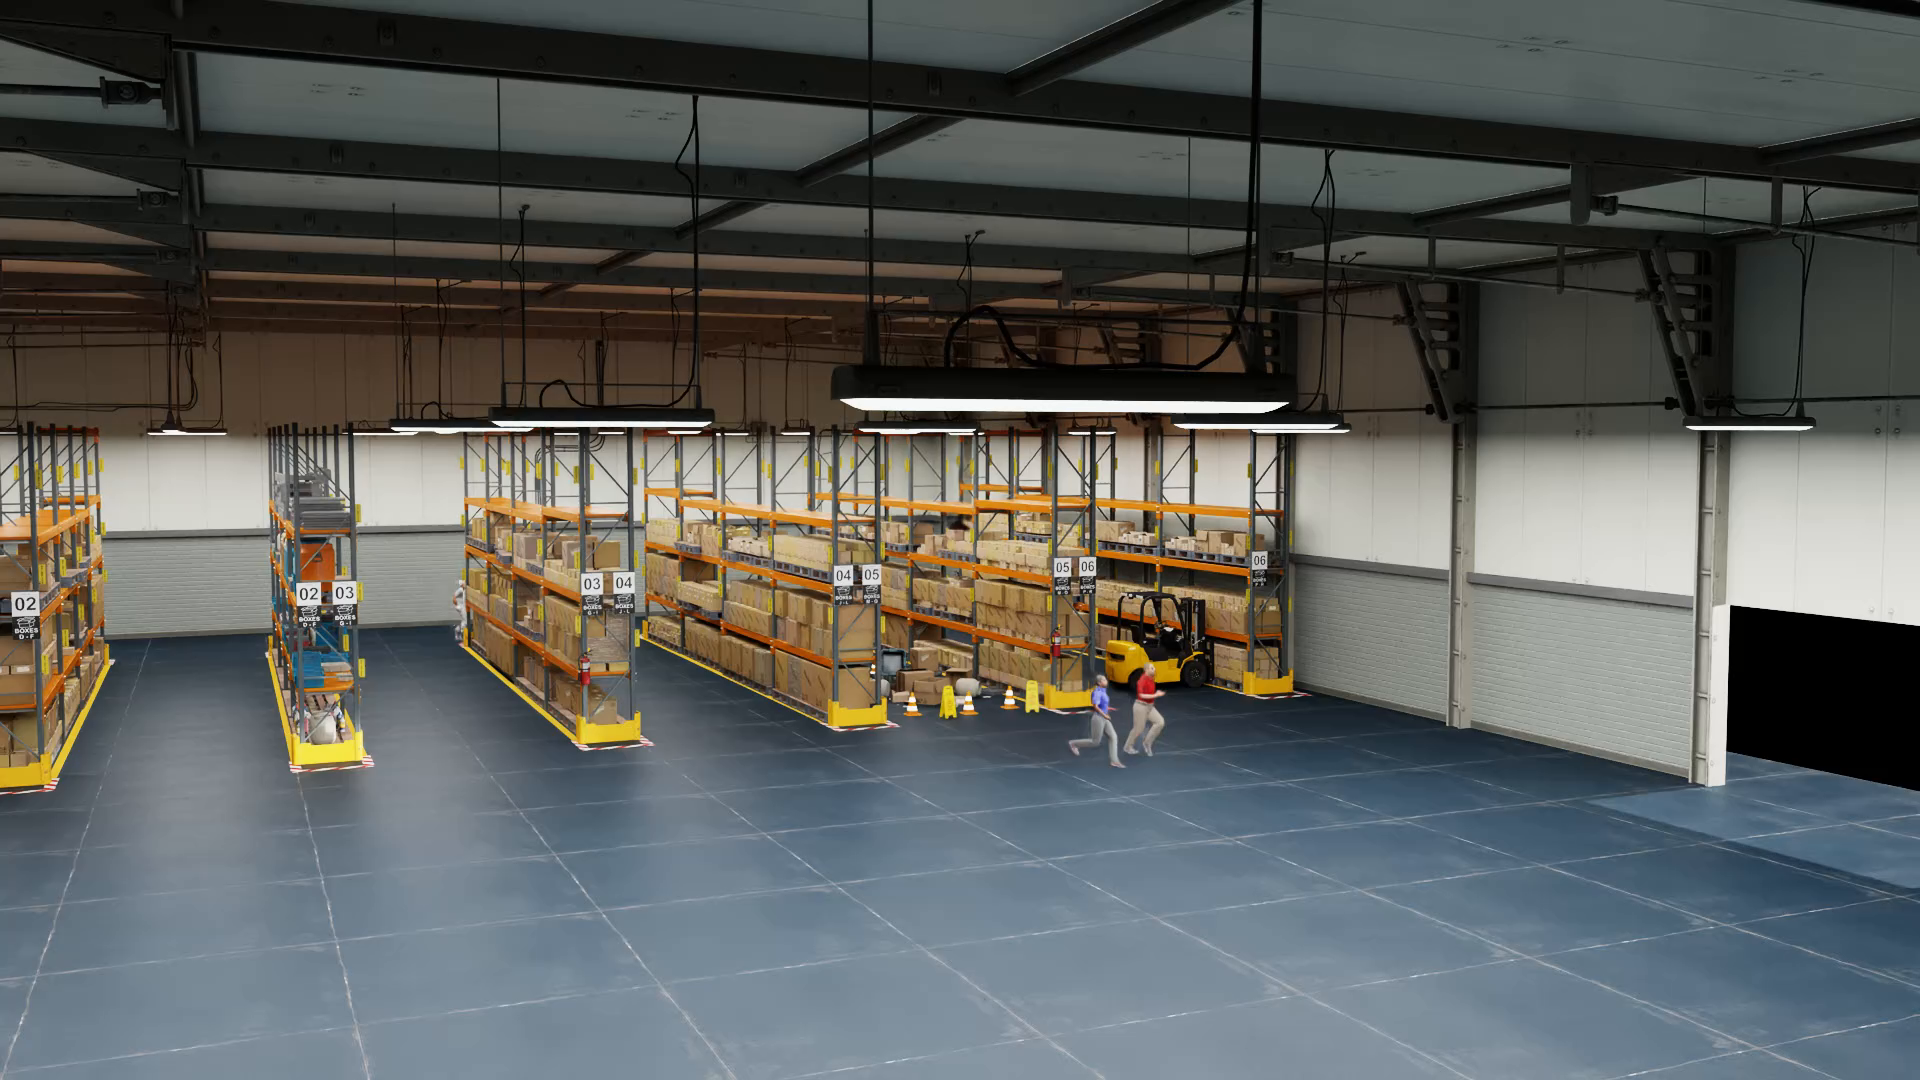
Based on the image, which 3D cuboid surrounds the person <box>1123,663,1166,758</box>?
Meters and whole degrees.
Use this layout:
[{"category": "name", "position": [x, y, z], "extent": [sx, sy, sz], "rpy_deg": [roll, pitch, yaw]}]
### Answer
[{"category": "person", "position": [3.319, 3.046, 29.824], "extent": [0.832, 1.725, 0.693], "rpy_deg": [2, 4, 29]}]

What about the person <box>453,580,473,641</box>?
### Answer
[{"category": "person", "position": [-14.039, 1.976, 47.080], "extent": [0.563, 1.736, 0.663], "rpy_deg": [0, 4, -8]}]

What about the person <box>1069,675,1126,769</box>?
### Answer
[{"category": "person", "position": [2.404, 3.169, 28.974], "extent": [1.000, 1.637, 0.553], "rpy_deg": [1, 4, 19]}]
